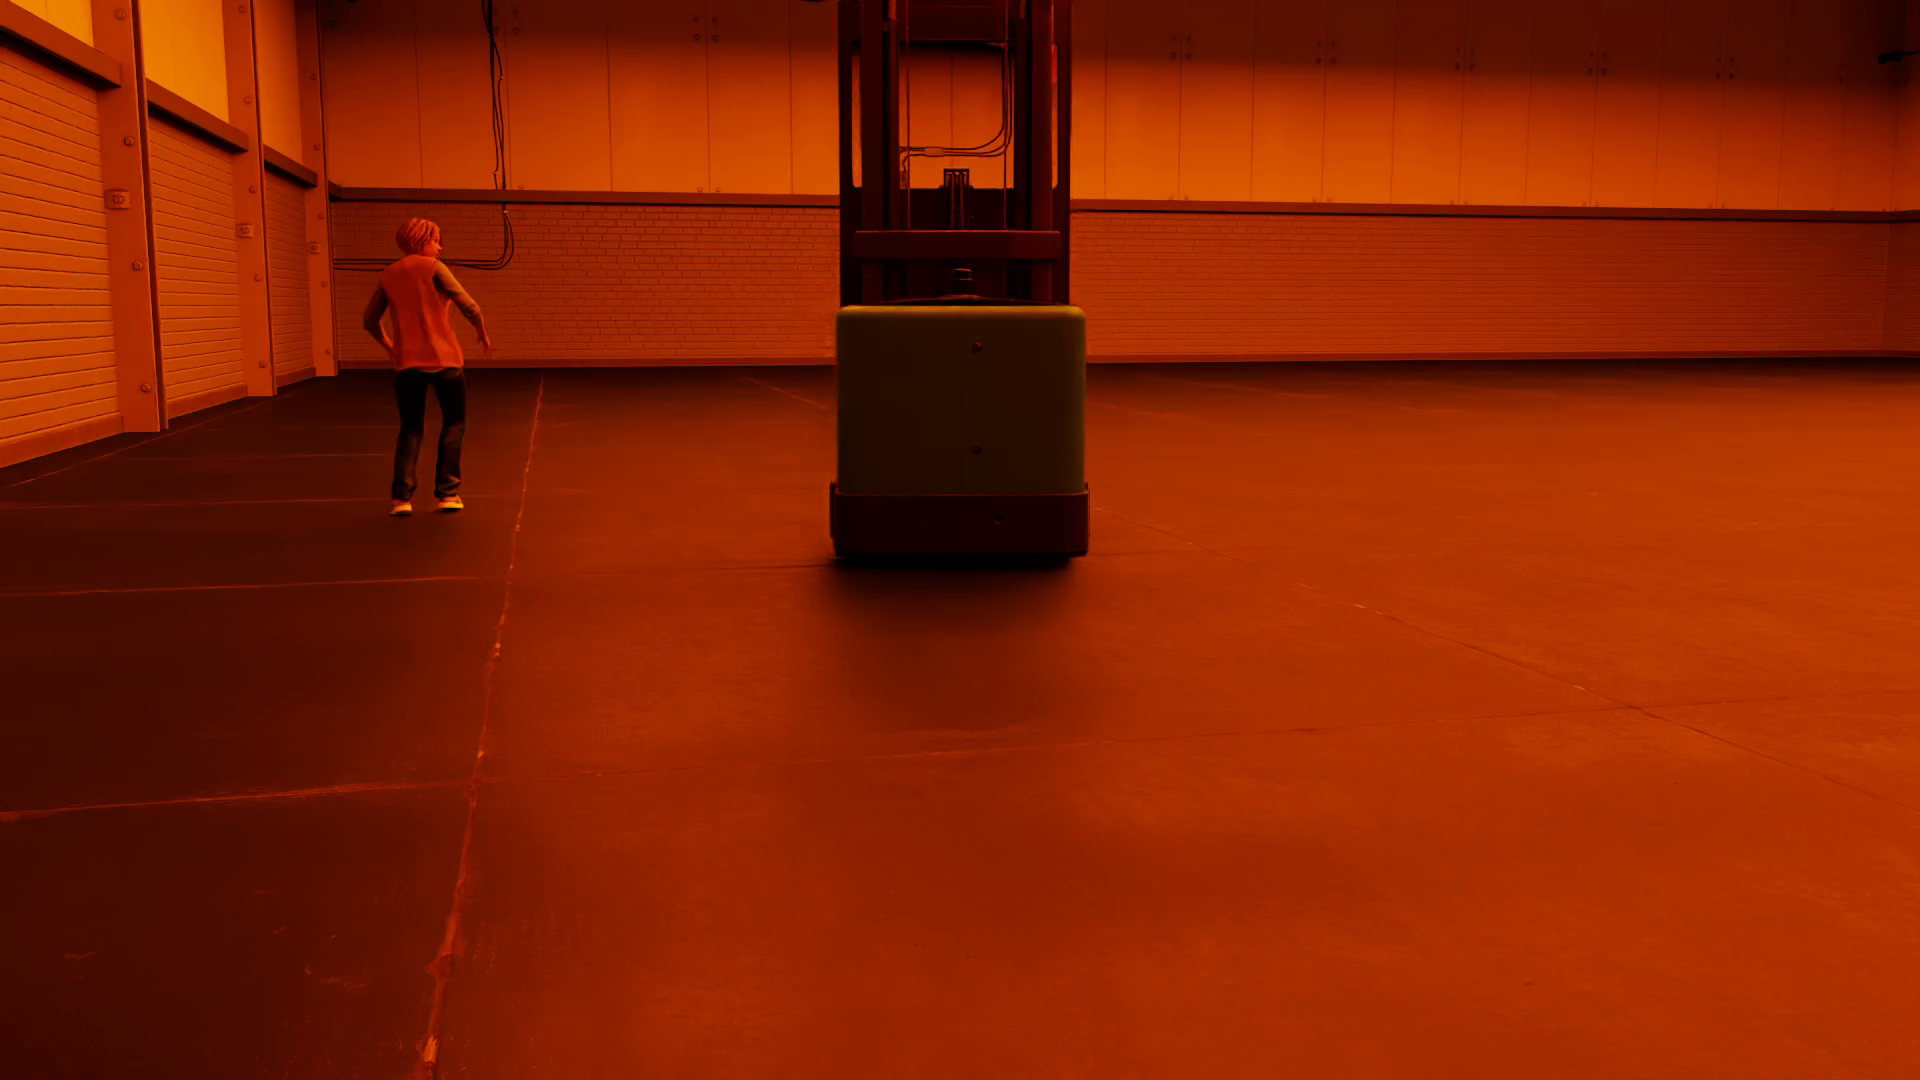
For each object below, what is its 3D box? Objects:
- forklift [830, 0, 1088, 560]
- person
[{"bbox_3d":[-0.031,-1.537,8.115,1.130,2.935,3.031,0,8,-1],"label":"forklift"},{"bbox_3d":[-2.787,-0.895,8.707,0.632,1.554,0.570,0,8,1],"label":"person"}]
